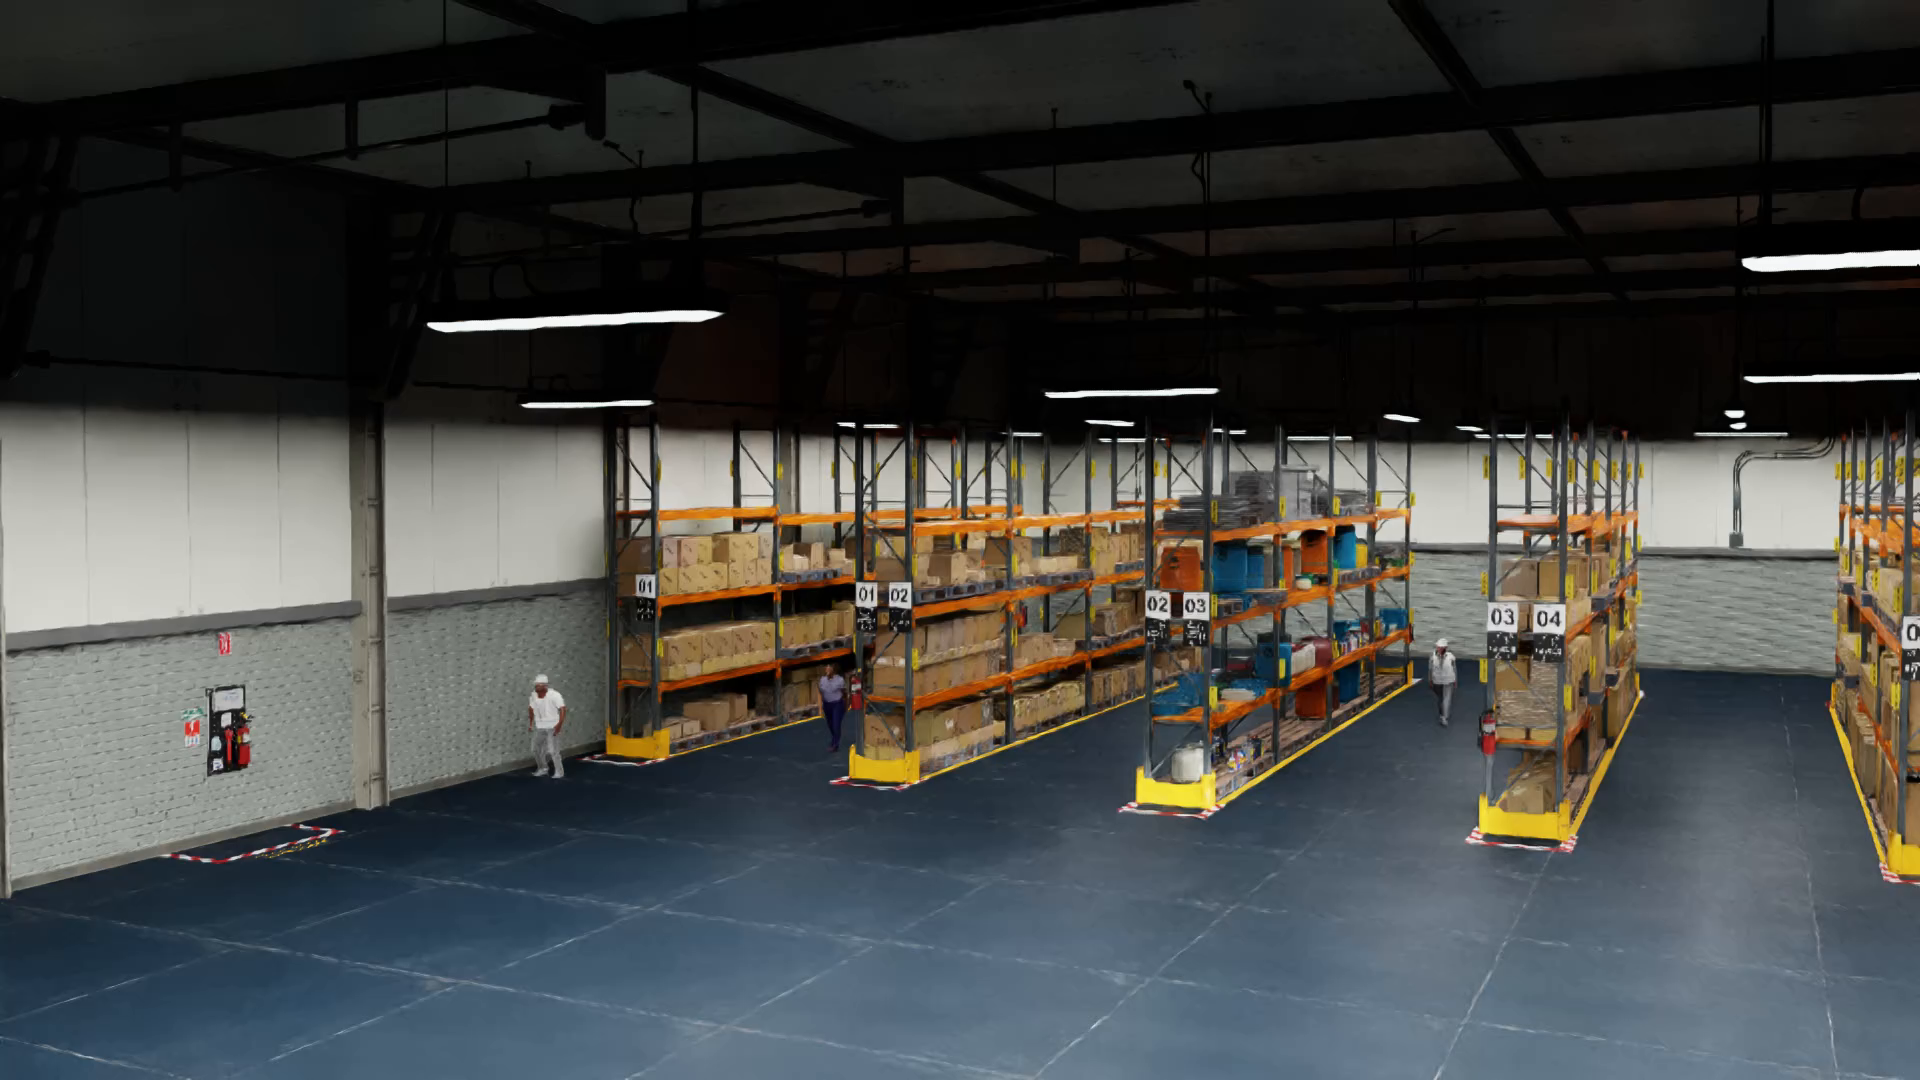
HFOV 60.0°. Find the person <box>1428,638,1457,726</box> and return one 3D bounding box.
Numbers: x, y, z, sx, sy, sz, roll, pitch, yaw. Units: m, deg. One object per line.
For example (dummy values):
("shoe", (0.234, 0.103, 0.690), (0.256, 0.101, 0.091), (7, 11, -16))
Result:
("person", (9.458, 2.768, 32.657), (0.543, 1.700, 1.114), (1, 3, 28))

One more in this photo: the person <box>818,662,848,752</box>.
("person", (-2.279, 2.965, 29.690), (0.505, 1.538, 1.063), (1, 2, 16))

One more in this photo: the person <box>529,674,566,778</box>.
("person", (-6.714, 3.018, 26.950), (0.719, 1.714, 0.578), (1, 3, 23))
